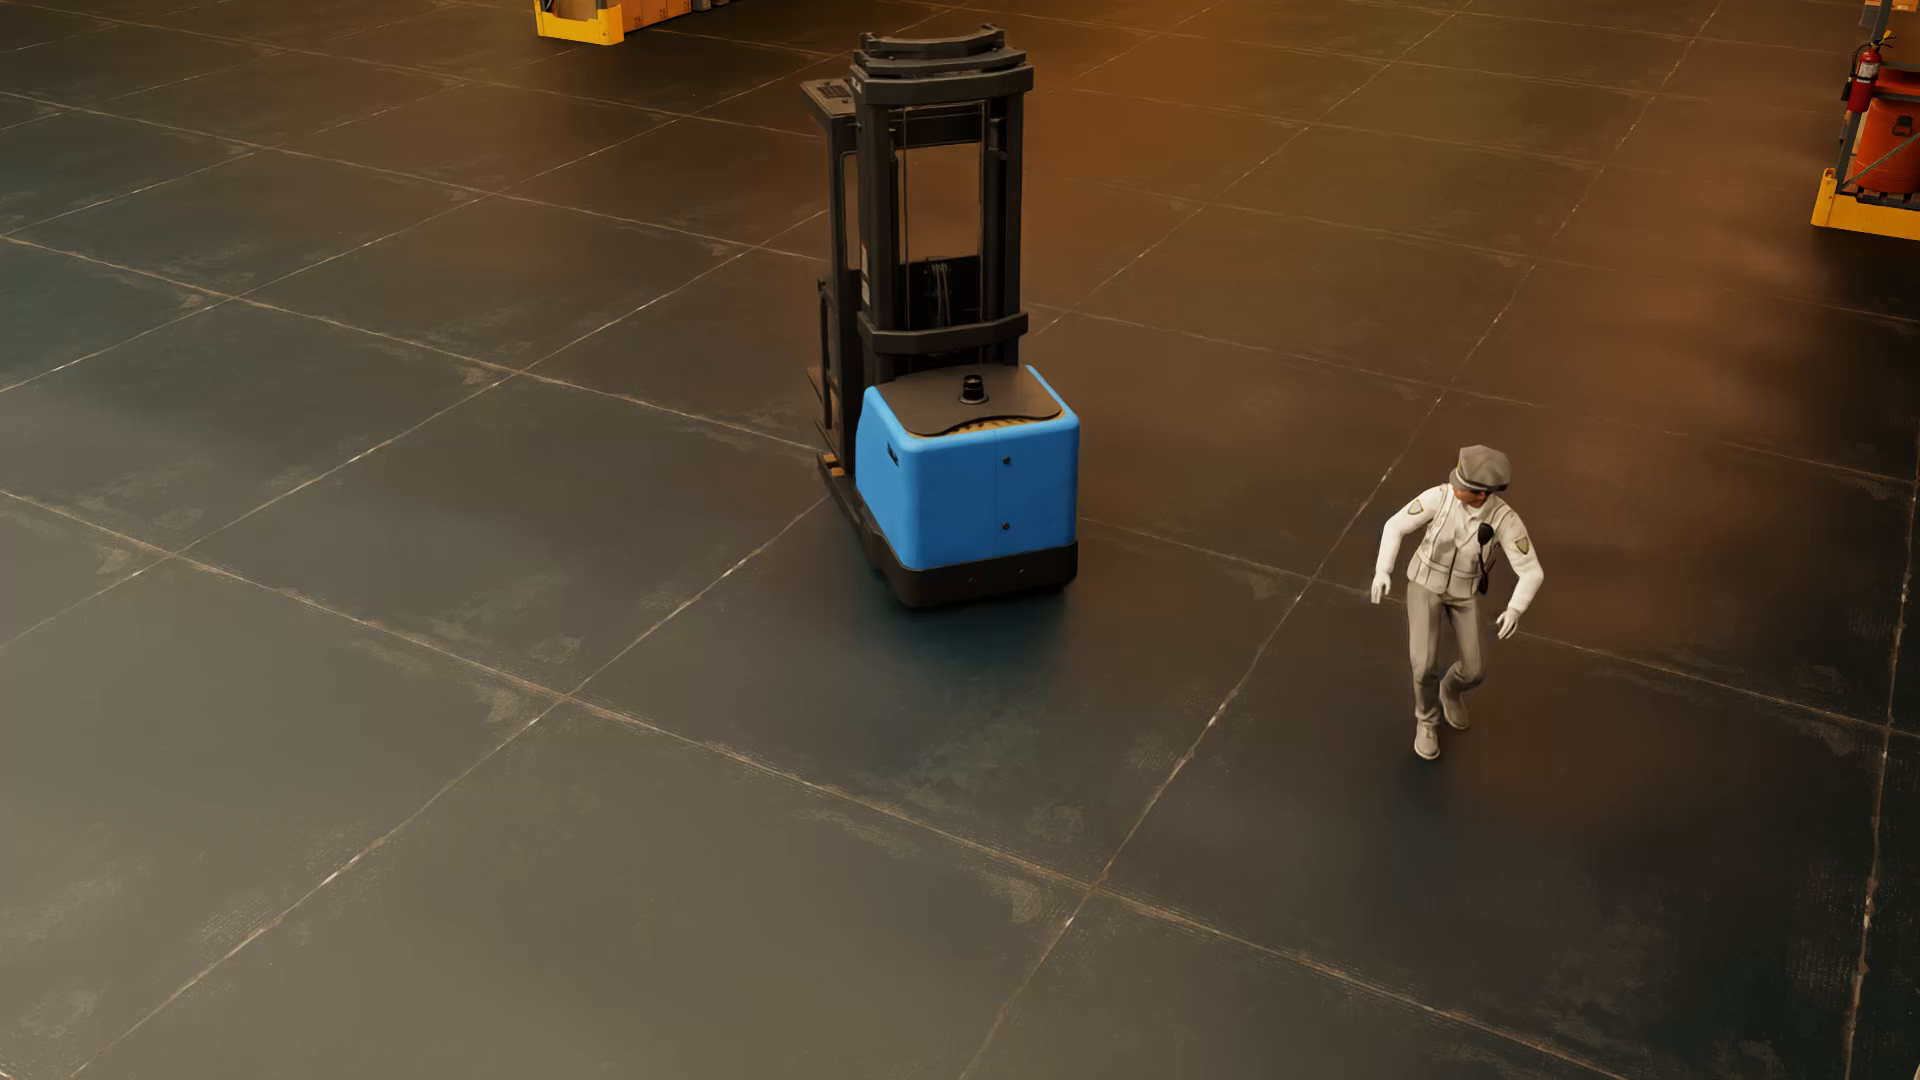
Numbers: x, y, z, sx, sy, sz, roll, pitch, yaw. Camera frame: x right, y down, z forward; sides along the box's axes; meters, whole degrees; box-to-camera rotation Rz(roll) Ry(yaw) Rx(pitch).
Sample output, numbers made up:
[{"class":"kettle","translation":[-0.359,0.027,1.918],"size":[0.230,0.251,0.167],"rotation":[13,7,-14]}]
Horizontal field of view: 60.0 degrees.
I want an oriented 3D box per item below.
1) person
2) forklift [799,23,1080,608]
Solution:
[{"class":"person","translation":[2.332,0.310,7.889],"size":[0.761,1.578,0.690],"rotation":[6,31,11]},{"class":"forklift","translation":[-0.280,-1.619,9.876],"size":[1.130,2.935,3.031],"rotation":[-9,31,-16]}]
